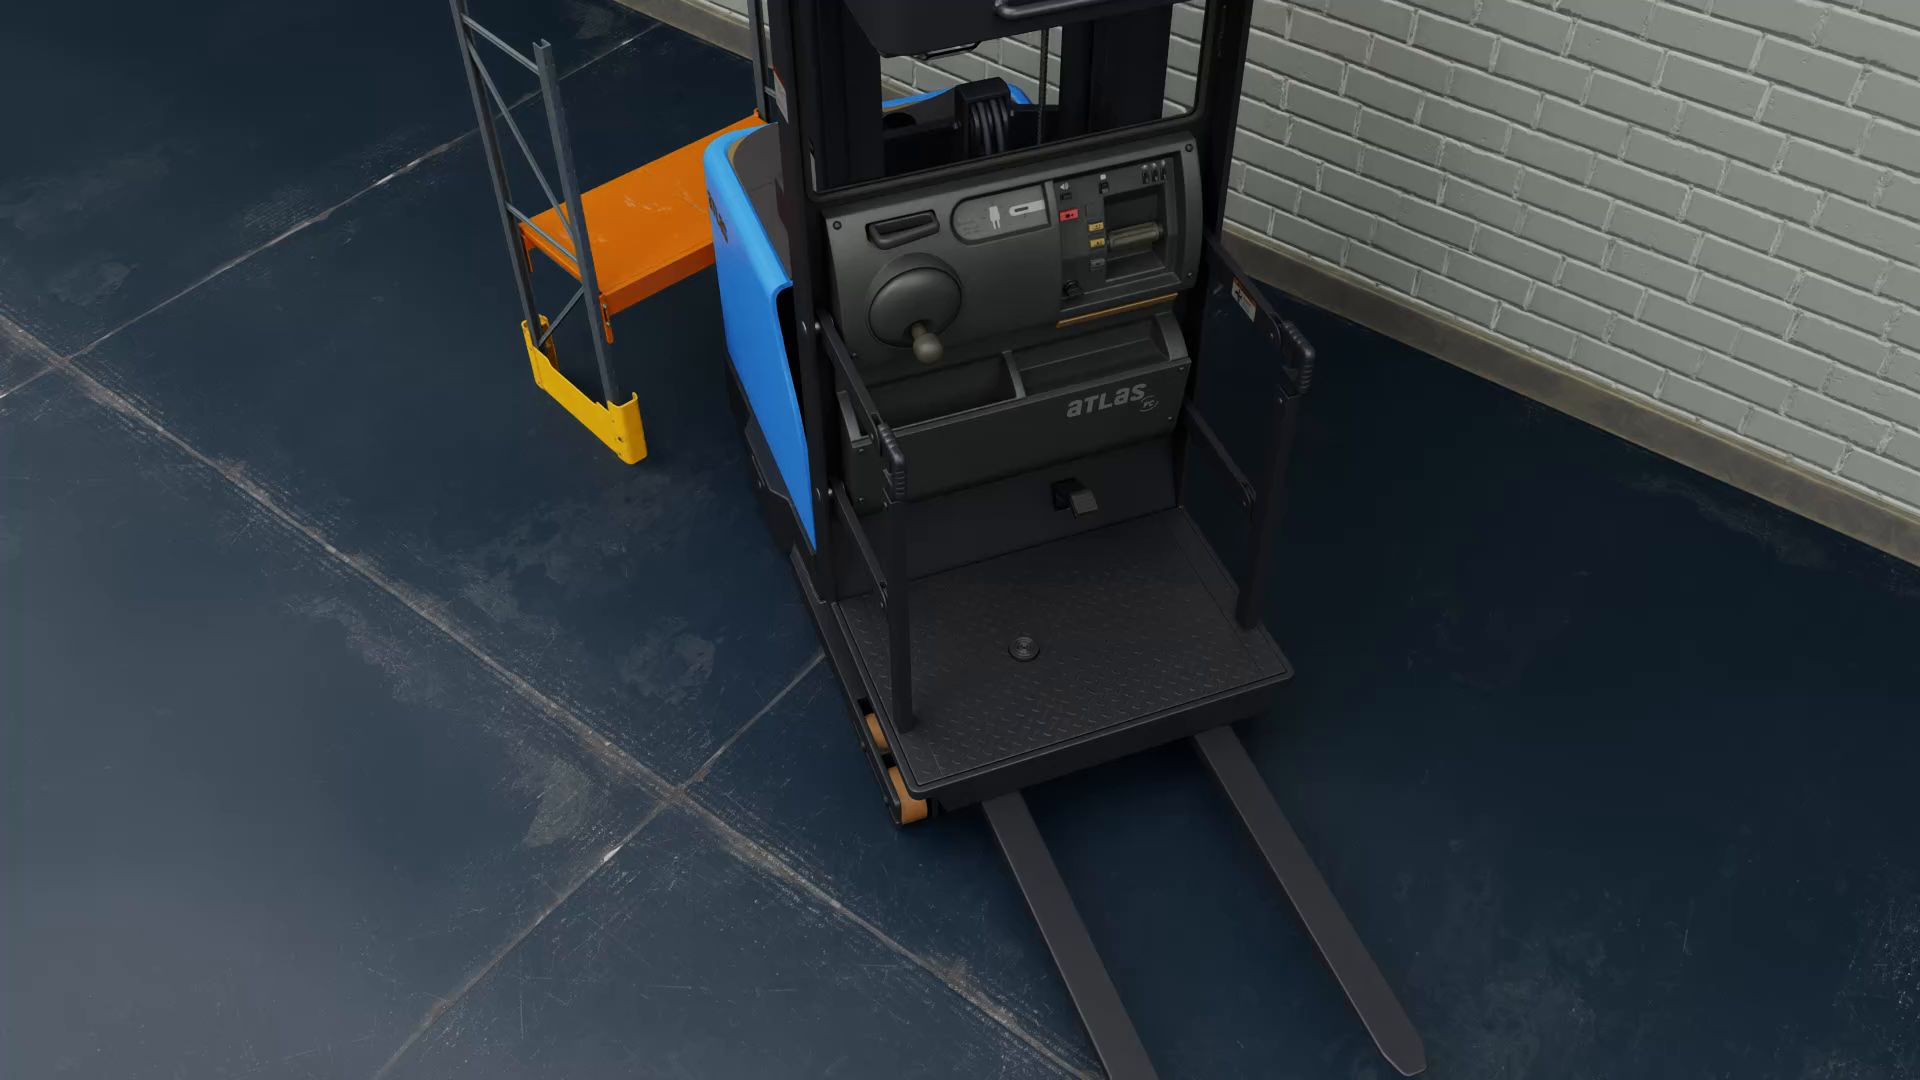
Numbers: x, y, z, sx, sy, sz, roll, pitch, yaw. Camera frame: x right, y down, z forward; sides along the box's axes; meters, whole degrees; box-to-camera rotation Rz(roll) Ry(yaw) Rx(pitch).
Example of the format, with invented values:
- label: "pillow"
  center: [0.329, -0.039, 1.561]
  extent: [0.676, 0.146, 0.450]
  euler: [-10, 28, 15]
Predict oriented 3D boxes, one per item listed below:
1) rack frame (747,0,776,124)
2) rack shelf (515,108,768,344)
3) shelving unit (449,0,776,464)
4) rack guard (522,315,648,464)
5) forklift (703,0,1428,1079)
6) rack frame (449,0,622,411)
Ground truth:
- label: "rack frame"
  center: [-0.521, -1.426, 5.574]
  extent: [0.032, 1.500, 0.500]
  euler: [-34, 55, -28]
- label: "rack shelf"
  center: [-0.896, -1.053, 5.467]
  extent: [1.000, 0.185, 0.538]
  euler: [-34, 55, -28]
- label: "shelving unit"
  center: [-0.889, -1.182, 5.342]
  extent: [1.083, 1.500, 0.587]
  euler: [-34, 55, -28]
- label: "rack guard"
  center: [-1.256, -0.507, 5.561]
  extent: [0.087, 0.250, 0.587]
  euler: [-34, 55, -28]
- label: "forklift"
  center: [0.220, -0.591, 3.788]
  extent: [1.130, 2.935, 3.031]
  euler: [-15, 48, -14]
- label: "rack frame"
  center: [-1.271, -0.929, 5.100]
  extent: [0.032, 1.500, 0.500]
  euler: [-34, 55, -28]
